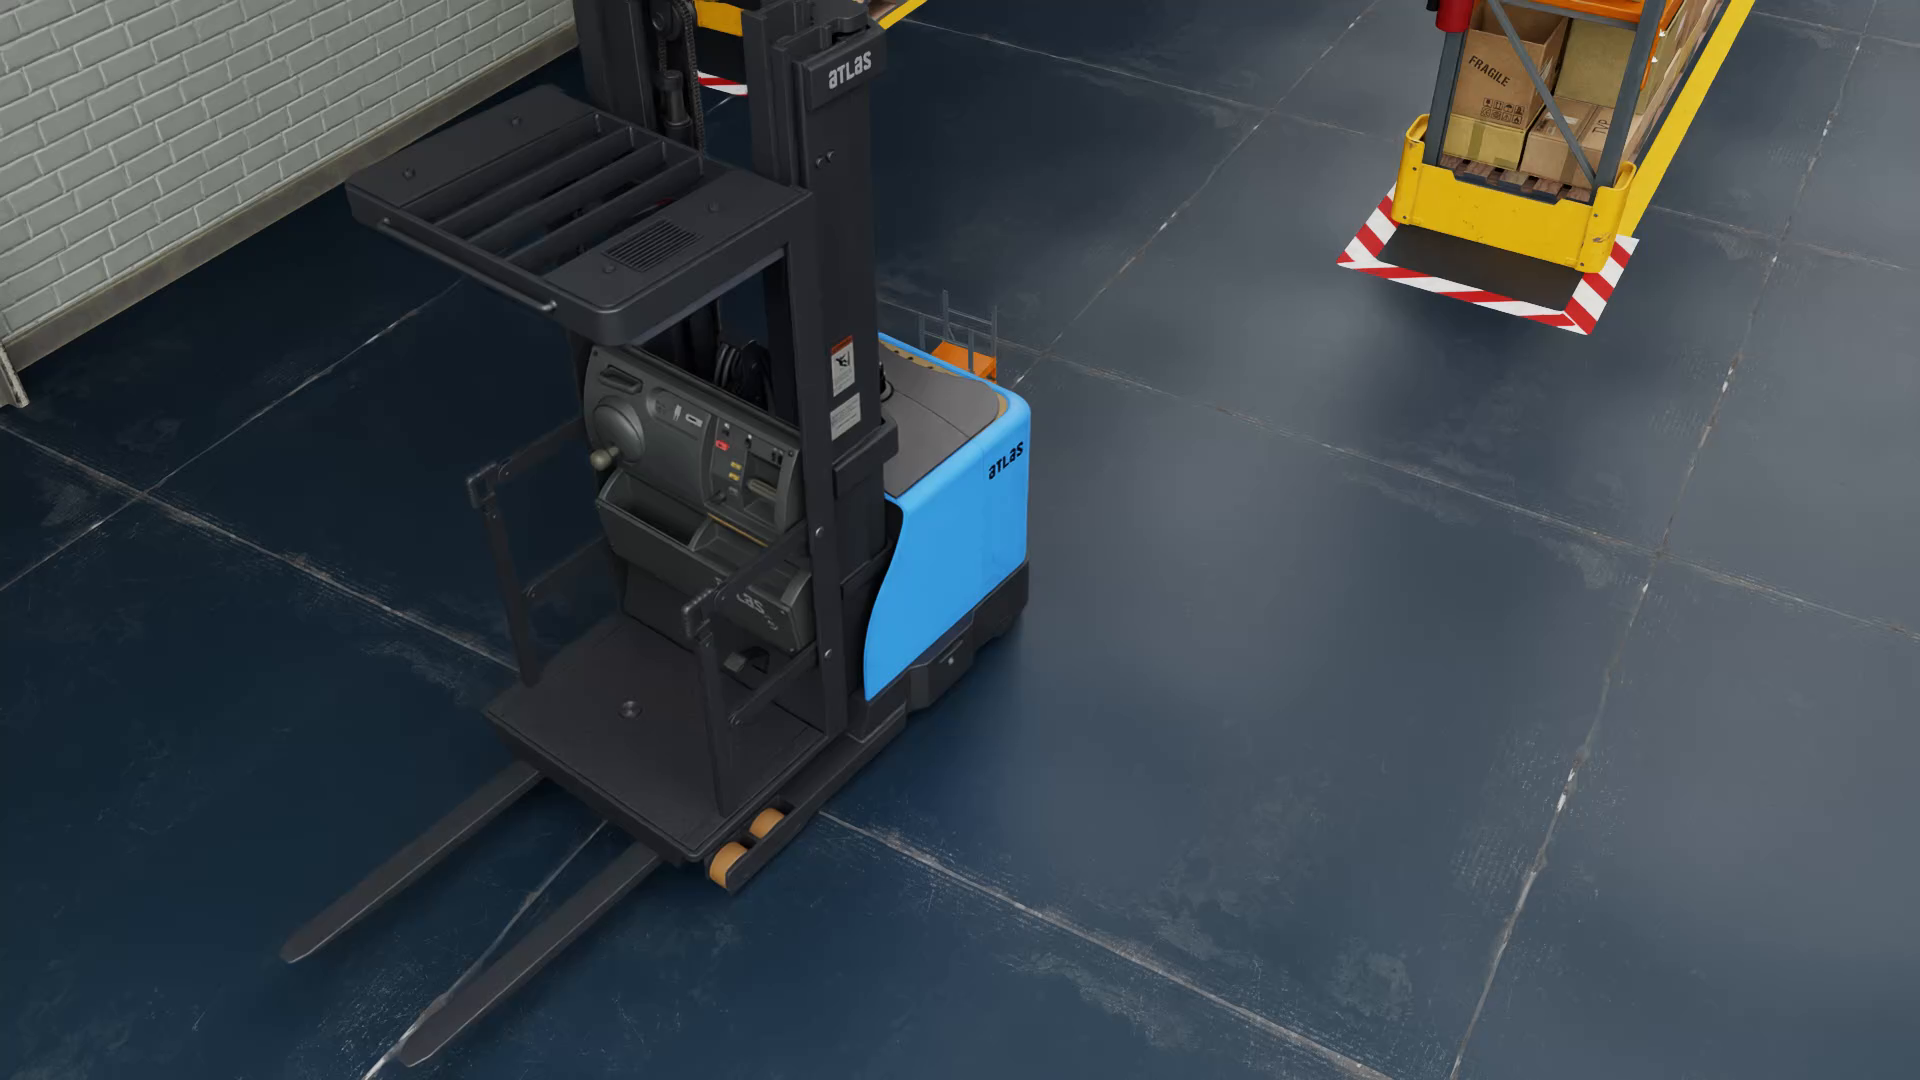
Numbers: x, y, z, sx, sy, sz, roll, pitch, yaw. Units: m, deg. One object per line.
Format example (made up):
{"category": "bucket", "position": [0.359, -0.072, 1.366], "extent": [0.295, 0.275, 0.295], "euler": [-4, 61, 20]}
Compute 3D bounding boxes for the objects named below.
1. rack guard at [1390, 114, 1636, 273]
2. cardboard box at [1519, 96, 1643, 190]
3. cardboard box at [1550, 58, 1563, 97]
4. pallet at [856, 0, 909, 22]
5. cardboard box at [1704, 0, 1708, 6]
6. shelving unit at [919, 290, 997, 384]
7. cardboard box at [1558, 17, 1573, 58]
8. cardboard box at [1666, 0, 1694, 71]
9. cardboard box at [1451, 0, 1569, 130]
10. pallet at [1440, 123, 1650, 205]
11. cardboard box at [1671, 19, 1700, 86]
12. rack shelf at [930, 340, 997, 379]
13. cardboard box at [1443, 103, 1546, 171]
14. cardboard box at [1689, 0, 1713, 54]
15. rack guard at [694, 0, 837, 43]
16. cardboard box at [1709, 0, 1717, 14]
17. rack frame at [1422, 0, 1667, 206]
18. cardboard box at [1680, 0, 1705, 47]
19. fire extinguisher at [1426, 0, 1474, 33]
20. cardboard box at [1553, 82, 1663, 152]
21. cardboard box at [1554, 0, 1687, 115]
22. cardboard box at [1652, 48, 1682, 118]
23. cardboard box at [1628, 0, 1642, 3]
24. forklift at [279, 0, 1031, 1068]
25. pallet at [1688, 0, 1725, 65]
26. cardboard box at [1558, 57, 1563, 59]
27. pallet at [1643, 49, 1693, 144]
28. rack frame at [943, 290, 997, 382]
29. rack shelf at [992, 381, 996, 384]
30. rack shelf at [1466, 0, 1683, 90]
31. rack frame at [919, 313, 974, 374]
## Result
{"category": "rack guard", "position": [2.976, -1.884, 9.012], "extent": [1.175, 0.500, 0.348], "euler": [21, 45, 22]}
{"category": "cardboard box", "position": [3.449, -2.195, 9.236], "extent": [0.500, 0.250, 0.500], "euler": [21, 45, 22]}
{"category": "cardboard box", "position": [3.240, -2.657, 9.760], "extent": [0.500, 0.250, 0.500], "euler": [21, 45, 22]}
{"category": "pallet", "position": [-0.827, -3.923, 11.545], "extent": [1.003, 0.211, 1.213], "euler": [21, 45, 22]}
{"category": "cardboard box", "position": [4.440, -3.625, 10.292], "extent": [0.500, 0.500, 0.500], "euler": [21, 45, 22]}
{"category": "shelving unit", "position": [-0.007, -0.442, 6.844], "extent": [0.258, 1.200, 0.189], "euler": [21, 45, 22]}
{"category": "cardboard box", "position": [3.487, -3.226, 9.839], "extent": [0.500, 0.500, 0.500], "euler": [21, 45, 22]}
{"category": "cardboard box", "position": [3.937, -3.054, 9.643], "extent": [0.500, 0.500, 0.500], "euler": [21, 45, 22]}
{"category": "cardboard box", "position": [2.999, -2.649, 9.183], "extent": [0.500, 0.500, 0.500], "euler": [21, 45, 22]}
{"category": "pallet", "position": [3.335, -2.241, 9.635], "extent": [1.003, 0.211, 1.213], "euler": [21, 45, 22]}
{"category": "cardboard box", "position": [4.201, -3.053, 10.210], "extent": [0.500, 0.250, 0.500], "euler": [21, 45, 22]}
{"category": "rack shelf", "position": [-0.007, -0.679, 6.636], "extent": [0.258, 0.103, 0.180], "euler": [21, 45, 22]}
{"category": "cardboard box", "position": [3.001, -2.366, 9.430], "extent": [0.500, 0.250, 0.500], "euler": [21, 45, 22]}
{"category": "cardboard box", "position": [4.451, -3.339, 10.535], "extent": [0.500, 0.250, 0.500], "euler": [21, 45, 22]}
{"category": "rack guard", "position": [-1.265, -3.578, 10.934], "extent": [1.175, 0.500, 0.348], "euler": [21, 45, 22]}
{"category": "cardboard box", "position": [4.688, -3.630, 10.865], "extent": [0.500, 0.250, 0.500], "euler": [21, 45, 22]}
{"category": "rack frame", "position": [2.988, -2.836, 8.201], "extent": [1.000, 3.000, 0.127], "euler": [21, 45, 22]}
{"category": "cardboard box", "position": [4.202, -3.334, 9.962], "extent": [0.500, 0.500, 0.500], "euler": [21, 45, 22]}
{"category": "fire extinguisher", "position": [2.527, -2.893, 8.324], "extent": [0.296, 0.674, 0.183], "euler": [21, 45, 22]}
{"category": "cardboard box", "position": [3.696, -2.483, 9.562], "extent": [0.500, 0.250, 0.500], "euler": [21, 45, 22]}
{"category": "cardboard box", "position": [3.698, -2.763, 9.314], "extent": [0.500, 0.500, 0.500], "euler": [21, 45, 22]}
{"category": "cardboard box", "position": [3.947, -2.768, 9.887], "extent": [0.500, 0.250, 0.500], "euler": [21, 45, 22]}
{"category": "cardboard box", "position": [3.233, -3.137, 8.467], "extent": [0.700, 0.500, 0.500], "euler": [21, 45, 22]}
{"category": "forklift", "position": [-1.018, -0.244, 5.310], "extent": [1.130, 2.935, 3.031], "euler": [27, 48, 27]}
{"category": "pallet", "position": [4.556, -3.637, 11.221], "extent": [1.003, 0.211, 1.213], "euler": [21, 45, 22]}
{"category": "cardboard box", "position": [3.489, -2.943, 10.085], "extent": [0.500, 0.250, 0.500], "euler": [21, 45, 22]}
{"category": "pallet", "position": [3.946, -2.937, 10.425], "extent": [1.003, 0.211, 1.213], "euler": [21, 45, 22]}
{"category": "rack frame", "position": [0.039, -0.494, 6.904], "extent": [0.240, 1.200, 0.006], "euler": [21, 45, 22]}
{"category": "rack shelf", "position": [-0.007, -0.589, 6.715], "extent": [0.258, 0.103, 0.180], "euler": [21, 45, 22]}
{"category": "rack shelf", "position": [3.989, -3.711, 9.738], "extent": [1.077, 0.370, 4.000], "euler": [21, 45, 22]}
{"category": "rack frame", "position": [-0.053, -0.390, 6.785], "extent": [0.240, 1.200, 0.006], "euler": [21, 45, 22]}
